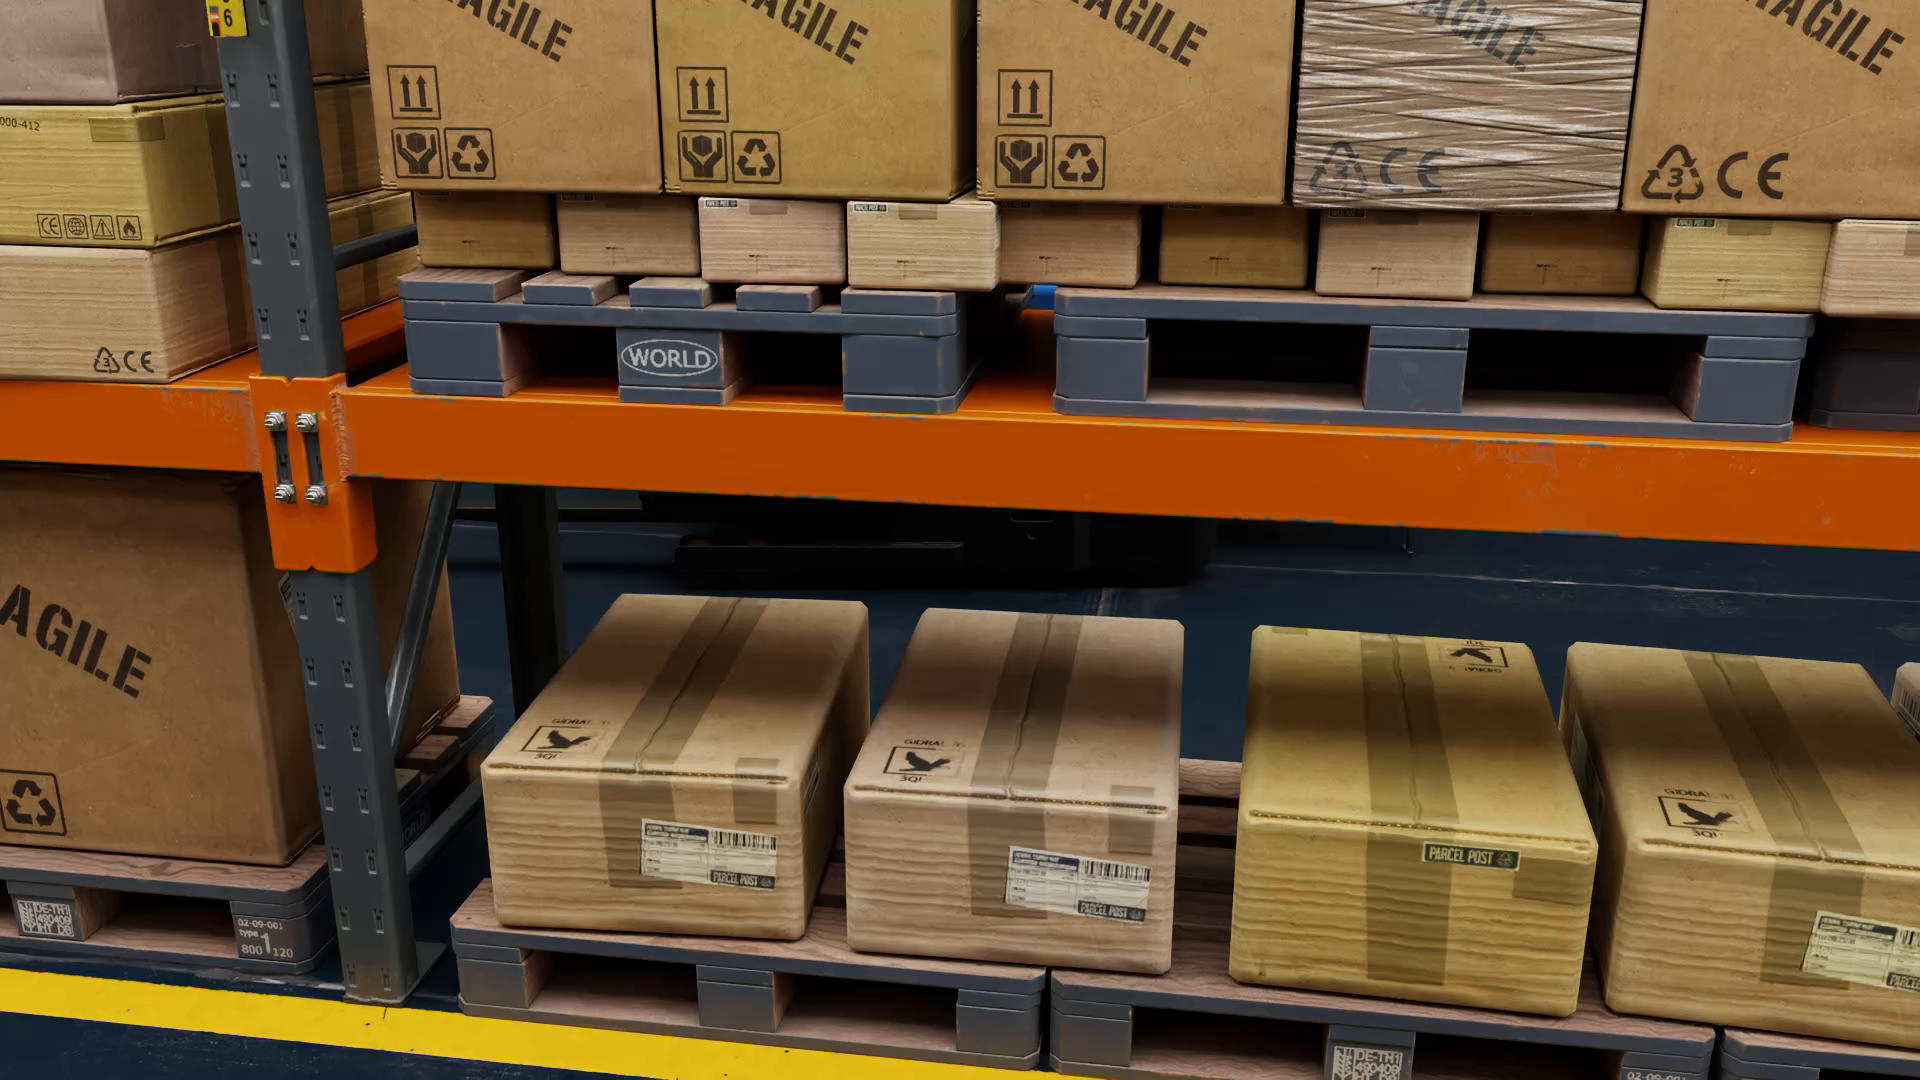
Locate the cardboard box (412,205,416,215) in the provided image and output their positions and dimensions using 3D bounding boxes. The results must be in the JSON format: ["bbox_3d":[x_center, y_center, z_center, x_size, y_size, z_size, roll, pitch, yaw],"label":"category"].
[{"bbox_3d":[-2.866,-1.711,8.945,0.250,0.149,0.380,3,19,10],"label":"cardboard box"}]

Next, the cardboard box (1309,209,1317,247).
[{"bbox_3d":[0.771,-0.702,3.407,0.250,0.149,0.380,2,19,7],"label":"cardboard box"}]

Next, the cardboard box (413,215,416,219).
[{"bbox_3d":[-2.931,-1.561,8.498,0.250,0.149,0.380,3,19,9],"label":"cardboard box"}]

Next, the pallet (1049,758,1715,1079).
[{"bbox_3d":[0.840,0.807,3.560,1.213,0.211,1.003,3,19,9],"label":"pallet"}]

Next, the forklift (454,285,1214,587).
[{"bbox_3d":[-0.623,-1.392,5.845,3.031,2.935,1.130,0,19,1],"label":"forklift"}]

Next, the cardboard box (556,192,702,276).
[{"bbox_3d":[-0.567,-0.598,3.098,0.250,0.149,0.380,2,19,5],"label":"cardboard box"}]

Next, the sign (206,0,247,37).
[{"bbox_3d":[-1.217,-0.993,2.718,0.005,0.325,0.100,3,19,9],"label":"sign"}]

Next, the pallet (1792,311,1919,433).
[{"bbox_3d":[2.086,-0.409,3.102,1.213,0.211,1.003,3,19,9],"label":"pallet"}]

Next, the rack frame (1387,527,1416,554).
[{"bbox_3d":[1.667,-0.722,6.096,0.023,1.500,0.400,0,18,1],"label":"rack frame"}]

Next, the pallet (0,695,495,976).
[{"bbox_3d":[-1.899,0.641,4.054,1.213,0.211,1.003,3,19,9],"label":"pallet"}]

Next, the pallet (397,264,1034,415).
[{"bbox_3d":[-0.412,-0.524,3.445,1.003,0.211,1.213,3,19,9],"label":"pallet"}]

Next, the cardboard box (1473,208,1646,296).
[{"bbox_3d":[1.017,-0.537,2.915,0.250,0.149,0.380,2,19,7],"label":"cardboard box"}]

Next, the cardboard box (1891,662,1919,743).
[{"bbox_3d":[2.299,0.605,3.247,0.625,0.372,0.950,3,19,9],"label":"cardboard box"}]

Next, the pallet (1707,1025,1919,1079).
[{"bbox_3d":[2.048,0.867,3.379,1.213,0.211,1.003,3,19,9],"label":"pallet"}]

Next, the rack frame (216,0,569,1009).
[{"bbox_3d":[-1.132,-0.618,3.422,0.127,3.000,1.000,3,19,9],"label":"rack frame"}]

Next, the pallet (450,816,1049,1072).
[{"bbox_3d":[-0.361,0.744,3.746,1.213,0.211,1.003,3,19,9],"label":"pallet"}]

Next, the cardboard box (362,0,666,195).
[{"bbox_3d":[-0.725,-0.910,3.008,0.500,0.500,0.500,2,19,7],"label":"cardboard box"}]

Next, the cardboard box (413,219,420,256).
[{"bbox_3d":[-2.687,-1.548,8.458,0.250,0.149,0.380,4,19,11],"label":"cardboard box"}]

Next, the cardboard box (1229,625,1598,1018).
[{"bbox_3d":[0.902,0.535,3.455,0.625,0.372,0.950,4,19,10],"label":"cardboard box"}]

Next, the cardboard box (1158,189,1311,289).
[{"bbox_3d":[0.500,-0.560,2.984,0.250,0.149,0.380,4,19,11],"label":"cardboard box"}]

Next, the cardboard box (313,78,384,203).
[{"bbox_3d":[-1.593,-0.887,3.674,0.500,0.250,0.500,3,19,8],"label":"cardboard box"}]

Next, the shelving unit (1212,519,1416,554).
[{"bbox_3d":[1.302,-0.723,6.100,0.755,1.500,0.431,0,18,1],"label":"shelving unit"}]

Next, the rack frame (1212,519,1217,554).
[{"bbox_3d":[0.936,-0.725,6.105,0.023,1.500,0.400,0,18,1],"label":"rack frame"}]

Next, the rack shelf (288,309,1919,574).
[{"bbox_3d":[0.843,-0.176,3.235,4.000,0.370,1.077,3,19,9],"label":"rack shelf"}]

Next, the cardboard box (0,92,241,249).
[{"bbox_3d":[-1.651,-0.728,3.201,0.500,0.250,0.500,3,19,8],"label":"cardboard box"}]

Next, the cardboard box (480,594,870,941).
[{"bbox_3d":[-0.576,0.461,3.678,0.625,0.372,0.950,2,19,5],"label":"cardboard box"}]

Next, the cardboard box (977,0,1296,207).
[{"bbox_3d":[0.316,-0.862,2.863,0.500,0.500,0.500,3,19,10],"label":"cardboard box"}]

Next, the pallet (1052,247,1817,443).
[{"bbox_3d":[0.829,-0.440,3.193,1.213,0.211,1.003,3,19,9],"label":"pallet"}]

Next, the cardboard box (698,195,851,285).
[{"bbox_3d":[-0.304,-0.570,3.014,0.250,0.149,0.380,2,19,5],"label":"cardboard box"}]

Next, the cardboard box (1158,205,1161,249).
[{"bbox_3d":[0.510,-0.689,3.368,0.250,0.149,0.380,3,19,9],"label":"cardboard box"}]

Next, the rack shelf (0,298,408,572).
[{"bbox_3d":[-3.107,-0.377,3.837,4.000,0.370,1.077,3,19,9],"label":"rack shelf"}]

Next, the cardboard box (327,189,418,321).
[{"bbox_3d":[-1.575,-0.650,3.755,0.500,0.250,0.500,3,19,8],"label":"cardboard box"}]

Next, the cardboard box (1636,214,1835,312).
[{"bbox_3d":[1.260,-0.492,2.779,0.250,0.149,0.380,3,19,9],"label":"cardboard box"}]

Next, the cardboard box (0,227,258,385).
[{"bbox_3d":[-1.673,-0.491,3.279,0.500,0.250,0.500,2,19,7],"label":"cardboard box"}]

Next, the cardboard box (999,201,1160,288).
[{"bbox_3d":[0.215,-0.562,2.990,0.250,0.149,0.380,4,19,12],"label":"cardboard box"}]

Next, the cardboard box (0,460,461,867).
[{"bbox_3d":[-1.801,0.130,3.874,0.875,0.875,0.875,3,19,8],"label":"cardboard box"}]

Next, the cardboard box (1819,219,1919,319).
[{"bbox_3d":[1.496,-0.468,2.709,0.250,0.149,0.380,3,19,9],"label":"cardboard box"}]

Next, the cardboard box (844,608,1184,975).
[{"bbox_3d":[0.154,0.495,3.575,0.625,0.372,0.950,3,19,8],"label":"cardboard box"}]

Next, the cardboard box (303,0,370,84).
[{"bbox_3d":[-1.580,-1.241,3.551,0.500,0.500,0.500,2,19,7],"label":"cardboard box"}]

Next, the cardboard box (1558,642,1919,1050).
[{"bbox_3d":[1.589,0.570,3.352,0.625,0.372,0.950,4,19,12],"label":"cardboard box"}]

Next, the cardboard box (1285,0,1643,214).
[{"bbox_3d":[0.809,-0.834,2.780,0.500,0.500,0.500,2,19,7],"label":"cardboard box"}]

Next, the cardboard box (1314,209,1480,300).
[{"bbox_3d":[0.747,-0.527,2.884,0.250,0.149,0.380,4,19,10],"label":"cardboard box"}]

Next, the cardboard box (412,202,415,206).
[{"bbox_3d":[-3.130,-1.742,9.037,0.250,0.149,0.380,2,19,6],"label":"cardboard box"}]

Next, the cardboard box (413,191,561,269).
[{"bbox_3d":[-0.841,-0.623,3.172,0.250,0.149,0.380,2,19,5],"label":"cardboard box"}]

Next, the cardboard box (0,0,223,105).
[{"bbox_3d":[-1.684,-1.083,3.080,0.500,0.500,0.500,2,19,7],"label":"cardboard box"}]

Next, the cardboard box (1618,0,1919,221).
[{"bbox_3d":[1.326,-0.808,2.702,0.500,0.500,0.500,4,19,11],"label":"cardboard box"}]

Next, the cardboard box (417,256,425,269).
[{"bbox_3d":[-2.837,-1.243,8.568,0.500,0.500,0.500,2,19,7],"label":"cardboard box"}]

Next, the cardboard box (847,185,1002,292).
[{"bbox_3d":[-0.036,-0.550,2.953,0.250,0.149,0.380,3,19,9],"label":"cardboard box"}]

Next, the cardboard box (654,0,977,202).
[{"bbox_3d":[-0.209,-0.886,2.936,0.500,0.500,0.500,4,19,11],"label":"cardboard box"}]
